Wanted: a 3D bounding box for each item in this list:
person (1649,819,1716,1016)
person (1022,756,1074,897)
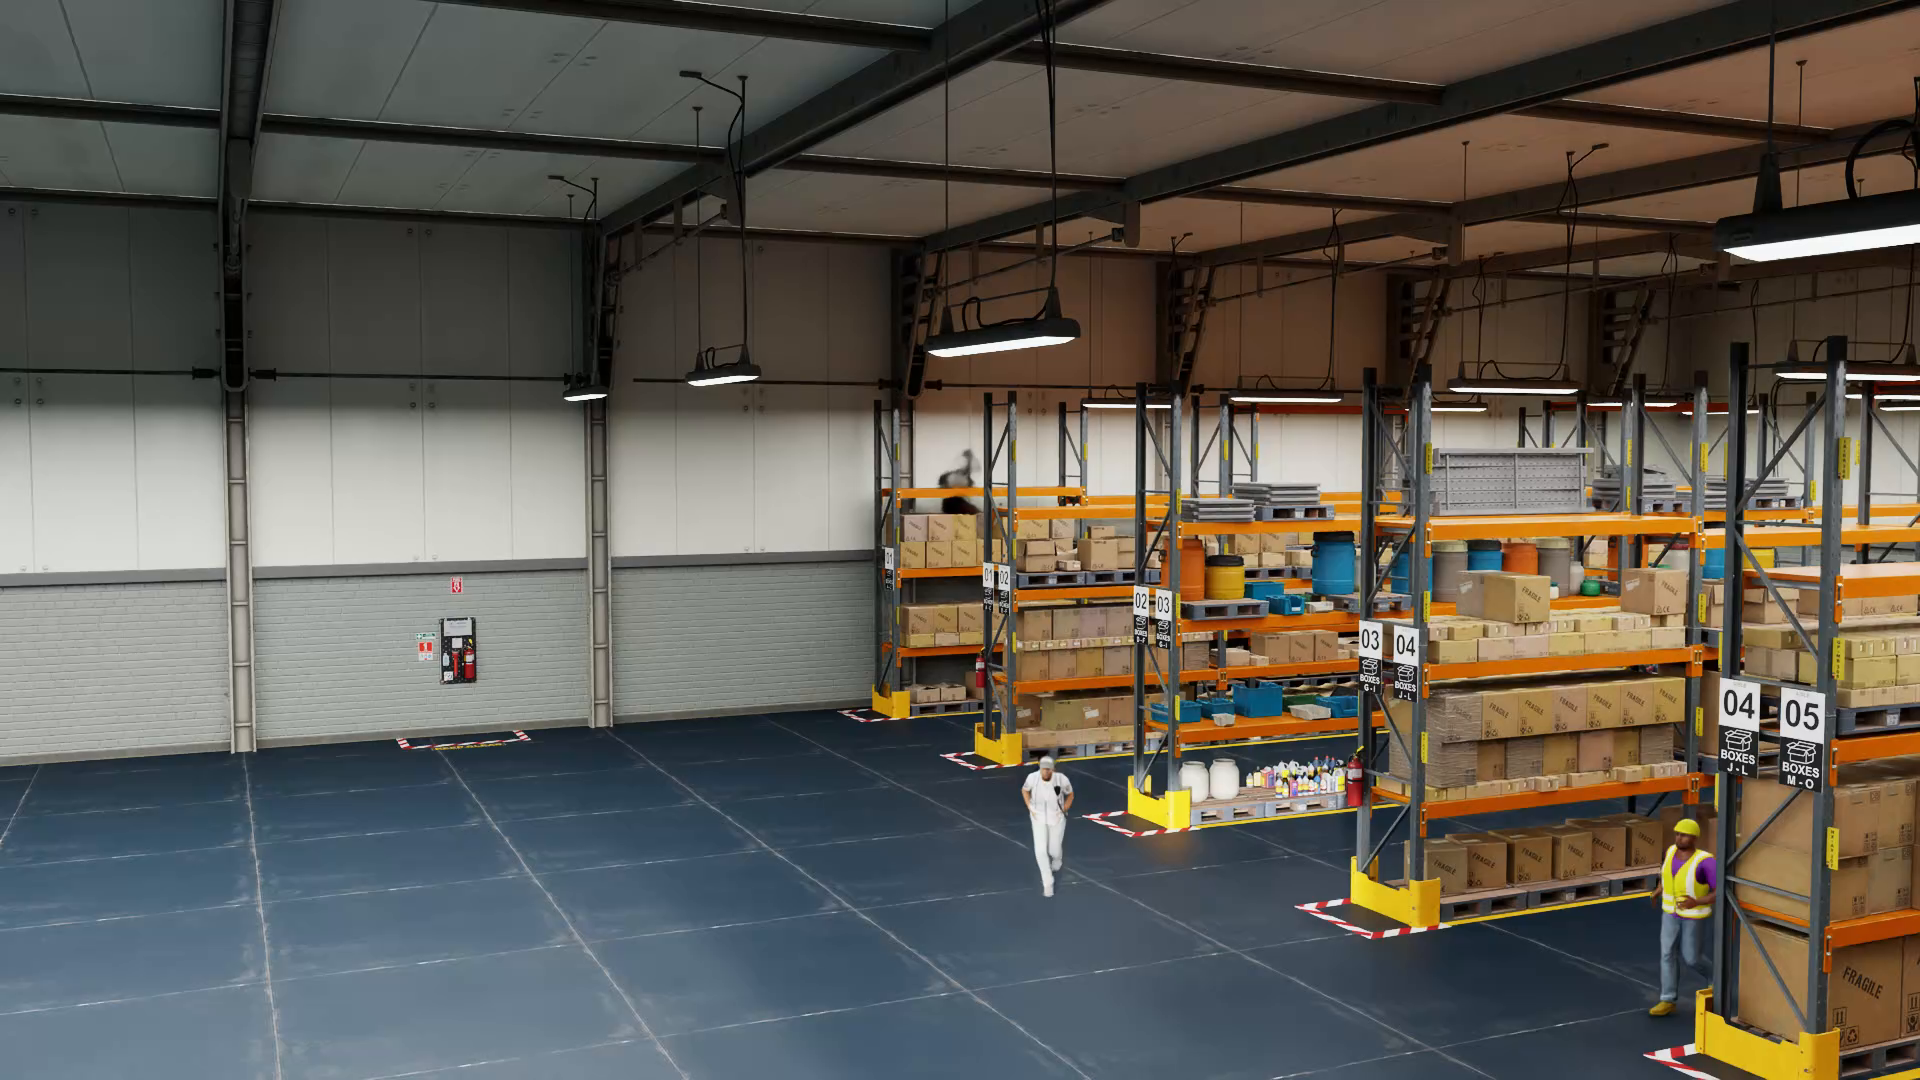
[{"bbox_3d":[6.600,3.396,15.091,0.861,1.755,0.723,-2,4,-31],"label":"person"},{"bbox_3d":[1.024,3.274,19.271,0.598,1.656,0.904,1,3,11],"label":"person"}]
